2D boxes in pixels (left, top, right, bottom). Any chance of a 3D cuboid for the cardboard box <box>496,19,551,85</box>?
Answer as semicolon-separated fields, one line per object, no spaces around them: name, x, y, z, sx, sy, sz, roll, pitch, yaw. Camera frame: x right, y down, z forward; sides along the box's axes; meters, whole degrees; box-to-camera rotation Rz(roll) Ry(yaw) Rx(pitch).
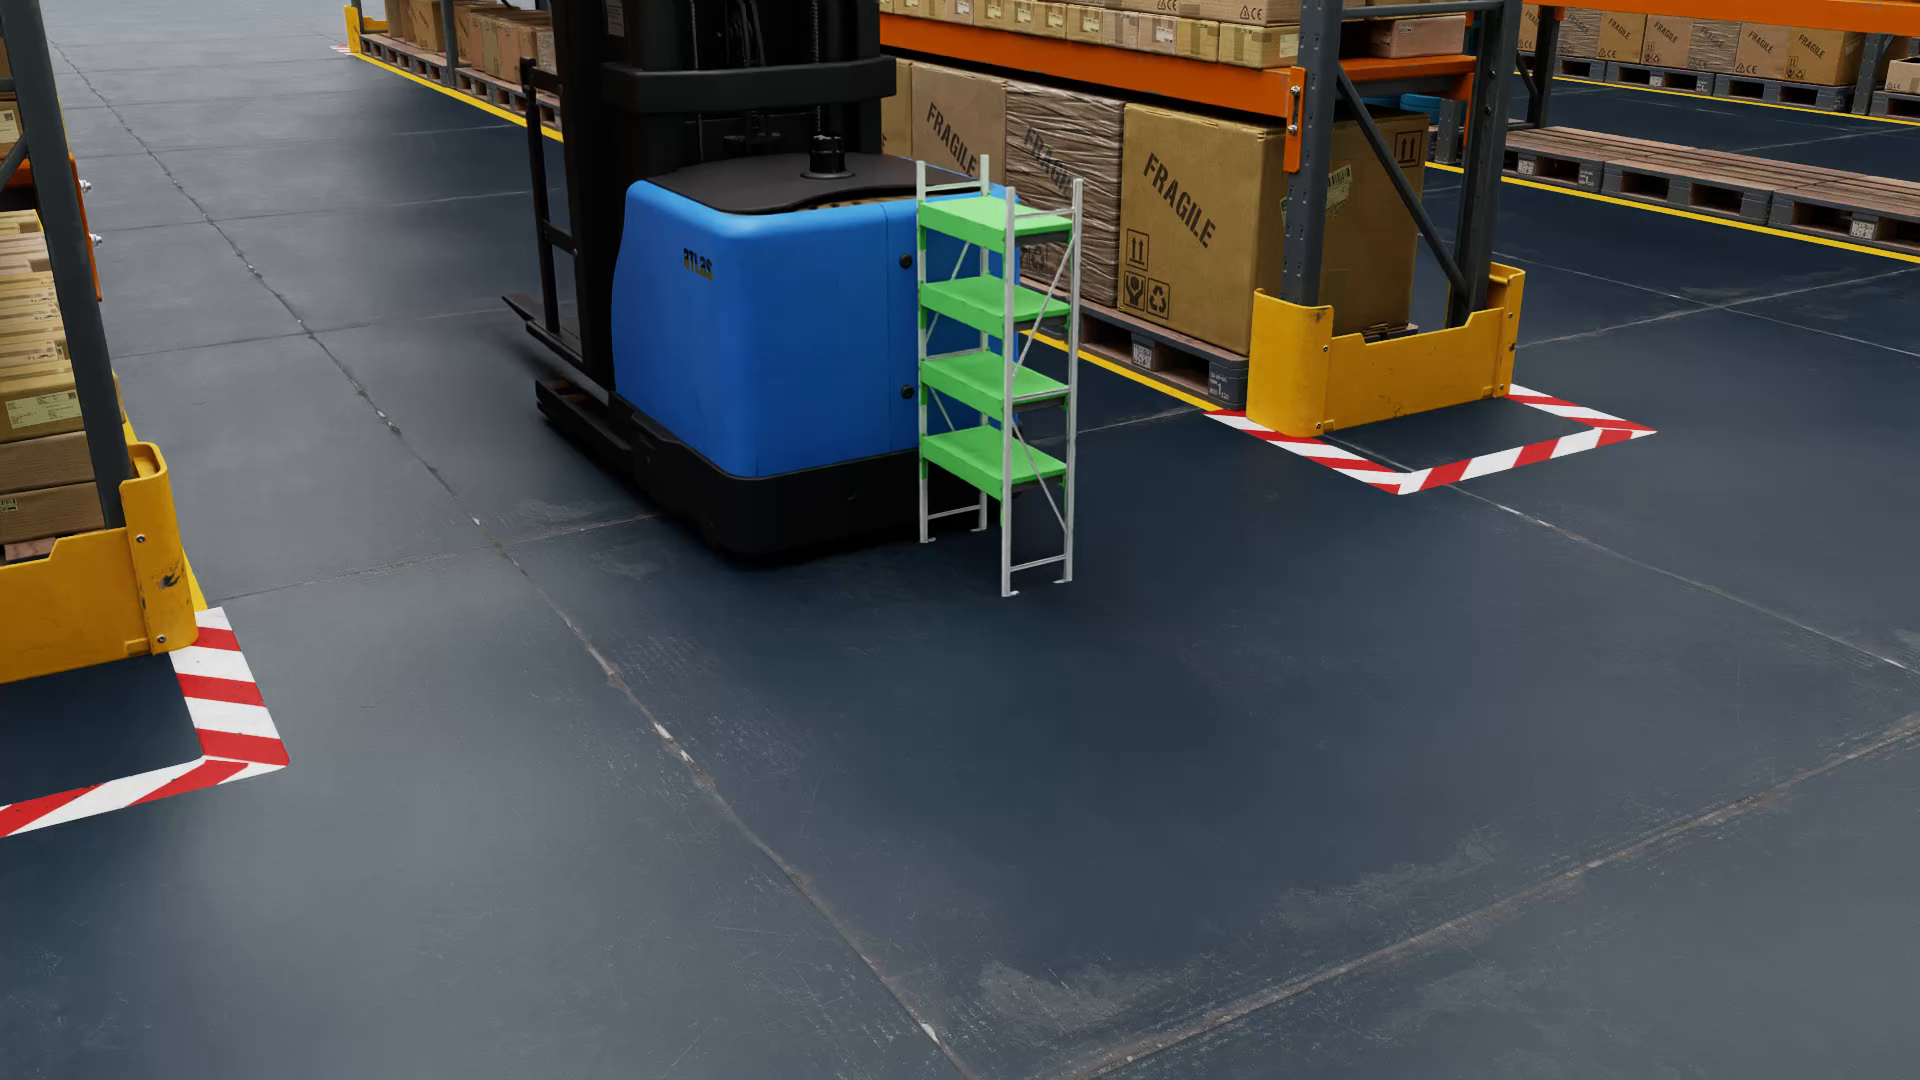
cardboard box;-3.653;-4.327;14.710;0.700;0.500;0.500;-15;27;-33

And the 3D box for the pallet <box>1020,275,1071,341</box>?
pallet;0.573;-1.286;8.194;1.003;0.211;1.213;-13;25;-28

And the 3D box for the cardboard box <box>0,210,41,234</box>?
cardboard box;-3.987;-1.243;6.823;0.380;0.149;0.250;-13;25;-29

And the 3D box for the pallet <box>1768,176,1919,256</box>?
pallet;5.538;-1.874;9.643;1.003;0.211;1.213;-13;25;-28

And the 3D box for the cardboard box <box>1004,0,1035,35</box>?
cardboard box;0.423;-2.370;7.491;0.380;0.149;0.250;-12;25;-27

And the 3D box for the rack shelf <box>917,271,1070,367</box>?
rack shelf;0.104;-0.653;4.856;0.258;0.148;0.480;-13;25;-28

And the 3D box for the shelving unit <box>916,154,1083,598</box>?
shelving unit;0.104;-0.490;4.922;0.258;1.200;0.503;-13;25;-28

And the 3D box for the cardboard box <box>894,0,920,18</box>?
cardboard box;-0.105;-2.703;8.311;0.380;0.149;0.250;-13;26;-30

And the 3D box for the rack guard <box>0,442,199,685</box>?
rack guard;-2.686;0.116;4.363;1.175;0.500;0.348;-13;25;-28

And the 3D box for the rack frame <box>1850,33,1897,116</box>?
rack frame;8.143;-5.138;13.969;1.000;3.000;0.127;-13;25;-28

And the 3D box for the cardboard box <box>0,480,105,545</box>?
cardboard box;-2.640;-0.123;4.858;0.380;0.149;0.250;-12;25;-27

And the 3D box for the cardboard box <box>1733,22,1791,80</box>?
cardboard box;7.399;-4.450;15.012;0.500;0.500;0.500;-13;25;-28

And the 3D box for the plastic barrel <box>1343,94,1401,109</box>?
plastic barrel;3.258;-3.818;12.949;0.600;0.901;0.708;-13;25;-28

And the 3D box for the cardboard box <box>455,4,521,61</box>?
cardboard box;-4.632;-4.997;16.385;0.500;0.500;0.500;-13;26;-30

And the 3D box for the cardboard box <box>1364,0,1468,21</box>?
cardboard box;1.655;-2.215;6.581;0.500;0.250;0.500;-13;26;-30

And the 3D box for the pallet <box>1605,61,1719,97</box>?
pallet;7.068;-4.498;16.097;1.003;0.211;1.213;-13;25;-28

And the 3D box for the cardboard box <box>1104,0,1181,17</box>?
cardboard box;0.934;-2.278;6.735;0.500;0.250;0.500;-13;26;-29

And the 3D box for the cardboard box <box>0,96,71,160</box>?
cardboard box;-2.531;-1.069;4.292;0.380;0.149;0.250;-13;25;-29

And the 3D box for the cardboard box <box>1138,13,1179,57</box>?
cardboard box;0.941;-2.040;6.681;0.380;0.149;0.250;-13;25;-28

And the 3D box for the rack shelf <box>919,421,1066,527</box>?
rack shelf;0.104;-0.208;5.037;0.258;0.148;0.480;-13;25;-28

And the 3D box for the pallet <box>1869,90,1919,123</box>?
pallet;8.493;-3.624;13.947;1.003;0.211;1.213;-13;25;-28

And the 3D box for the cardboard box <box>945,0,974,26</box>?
cardboard box;0.153;-2.538;7.906;0.380;0.149;0.250;-12;25;-28

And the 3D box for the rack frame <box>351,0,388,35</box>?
rack frame;-6.505;-7.118;18.841;1.000;3.000;0.127;-13;25;-28

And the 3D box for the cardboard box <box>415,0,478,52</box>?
cardboard box;-5.315;-5.367;17.294;0.500;0.500;0.500;-15;27;-33

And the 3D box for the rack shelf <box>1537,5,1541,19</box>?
rack shelf;2.861;-4.501;13.356;1.077;0.370;4.000;-13;25;-28

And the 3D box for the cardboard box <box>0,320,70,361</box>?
cardboard box;-2.886;-0.574;5.180;0.380;0.149;0.250;-13;25;-28

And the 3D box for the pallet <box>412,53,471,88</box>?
pallet;-4.835;-4.742;16.699;1.003;0.211;1.213;-13;25;-28

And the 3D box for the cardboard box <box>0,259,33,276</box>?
cardboard box;-3.523;-0.887;5.949;0.380;0.149;0.250;-13;25;-28

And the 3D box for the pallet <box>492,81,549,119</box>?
pallet;-3.435;-3.885;14.589;1.003;0.211;1.213;-13;25;-28

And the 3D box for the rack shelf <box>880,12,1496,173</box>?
rack shelf;0.647;-2.253;7.827;1.077;0.370;4.000;-13;25;-28

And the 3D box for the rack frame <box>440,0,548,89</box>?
rack frame;-4.462;-5.824;15.656;1.000;3.000;0.127;-13;25;-28

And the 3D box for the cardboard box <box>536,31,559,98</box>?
cardboard box;-3.072;-3.965;13.818;0.700;0.500;0.500;-15;27;-33

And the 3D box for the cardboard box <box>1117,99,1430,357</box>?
cardboard box;1.272;-1.341;6.891;0.875;0.875;0.875;-13;25;-28

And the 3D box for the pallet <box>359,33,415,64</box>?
pallet;-6.081;-5.532;18.642;1.003;0.211;1.213;-13;25;-28

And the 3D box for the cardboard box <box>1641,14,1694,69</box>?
cardboard box;6.882;-4.777;15.816;0.500;0.500;0.500;-14;26;-30

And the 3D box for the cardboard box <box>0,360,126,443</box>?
cardboard box;-2.623;-0.402;4.756;0.380;0.149;0.250;-14;26;-31

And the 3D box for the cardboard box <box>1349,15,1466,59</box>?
cardboard box;1.771;-2.001;6.585;0.380;0.149;0.250;-12;25;-28

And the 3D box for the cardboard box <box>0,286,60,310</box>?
cardboard box;-3.217;-0.730;5.563;0.380;0.149;0.250;-12;25;-26

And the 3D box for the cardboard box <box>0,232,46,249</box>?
cardboard box;-3.704;-1.074;6.408;0.380;0.149;0.250;-14;26;-31

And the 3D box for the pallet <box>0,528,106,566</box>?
pallet;-3.071;-0.020;5.081;1.003;0.211;1.213;-13;25;-28

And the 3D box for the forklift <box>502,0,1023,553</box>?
forklift;-0.981;-1.826;5.910;1.130;2.935;3.031;-13;25;-28

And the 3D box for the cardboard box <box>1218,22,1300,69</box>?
cardboard box;1.203;-1.875;6.274;0.380;0.149;0.250;-12;25;-27

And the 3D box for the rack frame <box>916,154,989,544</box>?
rack frame;-0.020;-0.569;5.117;0.240;1.200;0.015;-13;25;-28

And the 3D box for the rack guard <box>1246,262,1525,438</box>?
rack guard;1.680;-0.773;6.550;1.175;0.500;0.348;-13;25;-28

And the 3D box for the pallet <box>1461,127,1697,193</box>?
pallet;4.292;-2.664;11.586;1.003;0.211;1.213;-13;25;-28

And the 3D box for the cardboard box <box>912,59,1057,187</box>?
cardboard box;0.353;-1.924;8.325;0.875;0.875;0.875;-13;25;-28

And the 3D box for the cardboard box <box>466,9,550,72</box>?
cardboard box;-4.166;-4.667;15.544;0.700;0.500;0.500;-15;26;-32

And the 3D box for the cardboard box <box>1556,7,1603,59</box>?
cardboard box;6.359;-5.108;16.631;0.500;0.500;0.500;-14;26;-30

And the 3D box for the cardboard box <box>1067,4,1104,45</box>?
cardboard box;0.680;-2.205;7.086;0.380;0.149;0.250;-13;26;-29

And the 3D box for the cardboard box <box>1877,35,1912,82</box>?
cardboard box;8.106;-4.387;14.857;0.500;0.500;0.500;-14;26;-31

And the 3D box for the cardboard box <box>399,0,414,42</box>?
cardboard box;-5.865;-5.763;18.268;0.500;0.500;0.500;-6;23;-14
